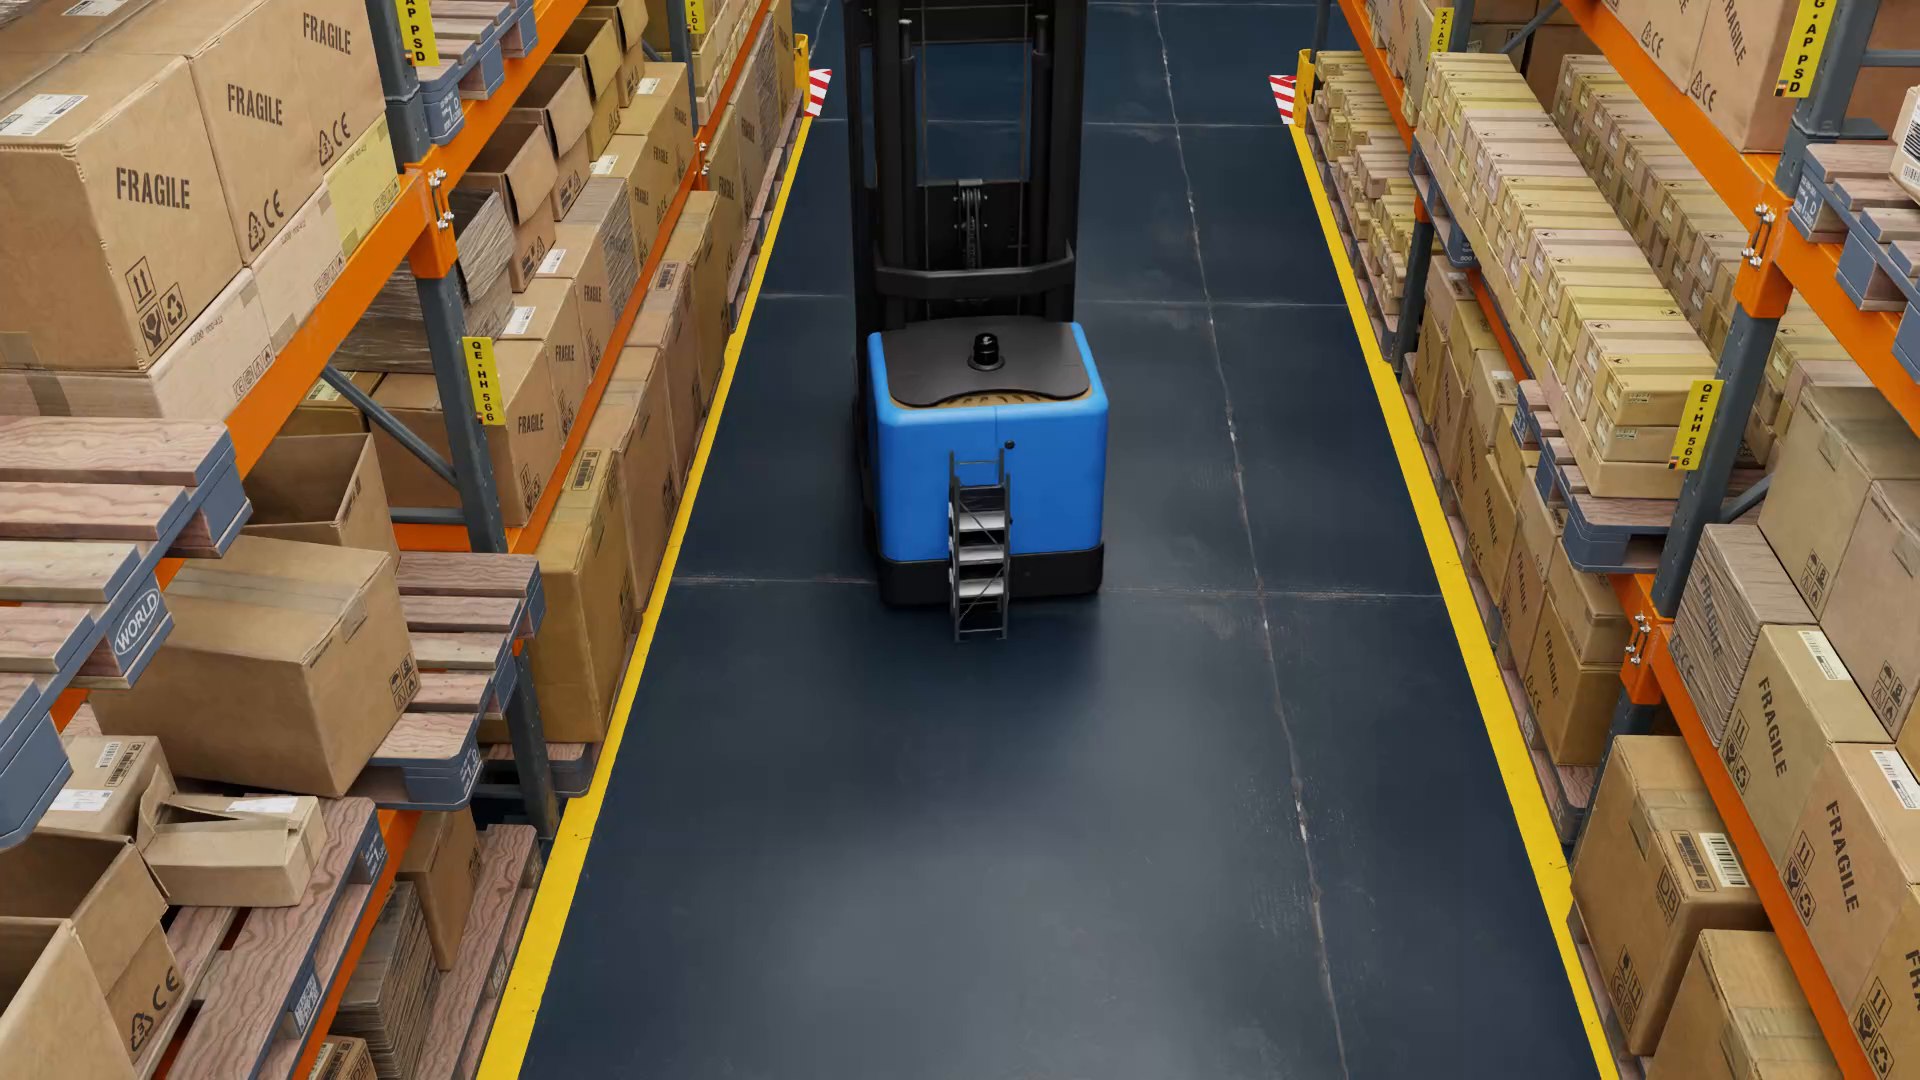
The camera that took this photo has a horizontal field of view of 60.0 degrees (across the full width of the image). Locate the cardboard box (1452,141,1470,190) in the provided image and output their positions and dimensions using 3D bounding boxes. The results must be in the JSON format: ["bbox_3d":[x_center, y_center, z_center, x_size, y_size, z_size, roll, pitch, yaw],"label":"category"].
[{"bbox_3d":[2.509,-1.737,7.708,0.380,0.149,0.250,0,35,0],"label":"cardboard box"}]

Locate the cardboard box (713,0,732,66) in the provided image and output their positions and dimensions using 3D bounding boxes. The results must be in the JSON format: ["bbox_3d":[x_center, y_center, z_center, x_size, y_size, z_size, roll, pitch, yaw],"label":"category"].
[{"bbox_3d":[-1.634,-2.991,9.769,0.500,0.250,0.500,1,35,2],"label":"cardboard box"}]

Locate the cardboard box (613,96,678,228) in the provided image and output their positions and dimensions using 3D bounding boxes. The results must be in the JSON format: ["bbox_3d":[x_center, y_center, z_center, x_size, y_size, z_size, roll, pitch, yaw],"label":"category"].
[{"bbox_3d":[-1.712,-1.863,8.206,0.500,0.500,0.500,2,35,3],"label":"cardboard box"}]

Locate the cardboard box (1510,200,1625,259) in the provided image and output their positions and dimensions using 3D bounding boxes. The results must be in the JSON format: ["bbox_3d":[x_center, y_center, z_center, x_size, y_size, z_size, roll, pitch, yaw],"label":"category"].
[{"bbox_3d":[2.467,-1.258,6.767,0.380,0.149,0.250,3,35,4],"label":"cardboard box"}]

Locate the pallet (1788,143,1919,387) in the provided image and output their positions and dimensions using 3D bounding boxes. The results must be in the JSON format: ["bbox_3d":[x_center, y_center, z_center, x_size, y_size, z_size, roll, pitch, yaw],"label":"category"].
[{"bbox_3d":[2.879,-0.690,4.178,1.213,0.211,1.003,3,35,4],"label":"pallet"}]

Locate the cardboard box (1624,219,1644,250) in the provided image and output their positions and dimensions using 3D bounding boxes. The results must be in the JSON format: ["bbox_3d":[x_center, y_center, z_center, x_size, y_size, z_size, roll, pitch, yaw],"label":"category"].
[{"bbox_3d":[3.145,-1.297,7.340,0.380,0.149,0.250,3,35,4],"label":"cardboard box"}]

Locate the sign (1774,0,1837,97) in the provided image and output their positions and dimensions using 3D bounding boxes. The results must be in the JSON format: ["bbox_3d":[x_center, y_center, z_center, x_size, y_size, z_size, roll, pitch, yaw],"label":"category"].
[{"bbox_3d":[2.309,-1.363,4.523,0.100,0.325,0.005,1,35,2],"label":"sign"}]

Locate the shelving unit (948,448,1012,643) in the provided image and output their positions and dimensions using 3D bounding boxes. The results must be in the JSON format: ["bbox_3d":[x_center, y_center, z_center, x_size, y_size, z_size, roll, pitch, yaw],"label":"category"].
[{"bbox_3d":[0.085,0.034,7.419,0.258,0.900,0.210,-4,35,-5],"label":"shelving unit"}]

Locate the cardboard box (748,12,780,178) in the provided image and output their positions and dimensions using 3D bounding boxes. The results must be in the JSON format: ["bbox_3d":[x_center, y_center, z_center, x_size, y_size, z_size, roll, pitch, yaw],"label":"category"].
[{"bbox_3d":[-1.761,-3.090,11.520,0.875,0.875,0.875,1,35,2],"label":"cardboard box"}]

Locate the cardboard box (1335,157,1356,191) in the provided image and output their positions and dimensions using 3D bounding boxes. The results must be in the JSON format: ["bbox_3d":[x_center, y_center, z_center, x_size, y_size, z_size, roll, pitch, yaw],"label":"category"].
[{"bbox_3d":[2.768,-2.489,11.298,0.380,0.149,0.250,0,35,0],"label":"cardboard box"}]

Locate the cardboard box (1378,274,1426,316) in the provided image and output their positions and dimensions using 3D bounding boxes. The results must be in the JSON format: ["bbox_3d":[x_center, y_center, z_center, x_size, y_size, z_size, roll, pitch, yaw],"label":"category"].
[{"bbox_3d":[2.687,-1.447,9.815,0.380,0.149,0.250,2,35,2],"label":"cardboard box"}]

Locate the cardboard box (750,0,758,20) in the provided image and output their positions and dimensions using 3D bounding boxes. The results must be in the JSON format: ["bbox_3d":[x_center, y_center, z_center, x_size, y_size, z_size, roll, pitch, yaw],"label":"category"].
[{"bbox_3d":[-1.526,-3.486,10.821,0.380,0.149,0.250,2,35,3],"label":"cardboard box"}]

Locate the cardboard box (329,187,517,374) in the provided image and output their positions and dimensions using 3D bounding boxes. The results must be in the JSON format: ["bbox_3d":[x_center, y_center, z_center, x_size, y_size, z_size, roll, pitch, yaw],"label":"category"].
[{"bbox_3d":[-2.055,-0.954,6.040,0.797,0.503,0.637,2,35,3],"label":"cardboard box"}]

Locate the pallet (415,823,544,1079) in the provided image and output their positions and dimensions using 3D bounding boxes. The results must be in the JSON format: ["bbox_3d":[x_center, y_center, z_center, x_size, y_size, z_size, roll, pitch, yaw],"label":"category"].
[{"bbox_3d":[-2.133,1.506,5.923,1.003,0.211,1.213,1,35,2],"label":"pallet"}]

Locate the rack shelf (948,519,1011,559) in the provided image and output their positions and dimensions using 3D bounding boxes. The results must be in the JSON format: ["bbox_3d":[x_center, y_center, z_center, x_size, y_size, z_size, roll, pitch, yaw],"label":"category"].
[{"bbox_3d":[0.085,-0.012,7.386,0.258,0.077,0.200,-4,35,-5],"label":"rack shelf"}]

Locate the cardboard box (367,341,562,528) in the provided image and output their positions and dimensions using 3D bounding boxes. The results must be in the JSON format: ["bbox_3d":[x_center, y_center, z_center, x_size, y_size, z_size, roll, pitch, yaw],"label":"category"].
[{"bbox_3d":[-1.809,-0.397,6.120,0.500,0.500,0.500,2,35,3],"label":"cardboard box"}]

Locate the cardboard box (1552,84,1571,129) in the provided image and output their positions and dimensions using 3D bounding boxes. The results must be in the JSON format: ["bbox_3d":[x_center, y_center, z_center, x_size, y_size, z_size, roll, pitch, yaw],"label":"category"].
[{"bbox_3d":[3.193,-2.166,8.318,0.380,0.149,0.250,2,35,3],"label":"cardboard box"}]

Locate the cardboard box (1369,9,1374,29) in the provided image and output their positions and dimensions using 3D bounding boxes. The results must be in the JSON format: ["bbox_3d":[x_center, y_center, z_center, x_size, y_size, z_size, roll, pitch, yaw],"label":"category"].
[{"bbox_3d":[2.821,-3.328,10.596,0.380,0.149,0.250,3,35,4],"label":"cardboard box"}]

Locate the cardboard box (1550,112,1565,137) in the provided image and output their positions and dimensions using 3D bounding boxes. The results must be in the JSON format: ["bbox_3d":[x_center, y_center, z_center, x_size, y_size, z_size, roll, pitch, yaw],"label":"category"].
[{"bbox_3d":[3.194,-2.045,8.405,0.380,0.149,0.250,1,35,1],"label":"cardboard box"}]

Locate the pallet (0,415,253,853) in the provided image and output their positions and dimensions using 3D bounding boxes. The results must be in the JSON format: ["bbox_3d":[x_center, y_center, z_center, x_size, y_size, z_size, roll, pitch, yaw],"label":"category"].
[{"bbox_3d":[-2.091,0.116,3.031,1.213,0.211,1.003,1,35,2],"label":"pallet"}]

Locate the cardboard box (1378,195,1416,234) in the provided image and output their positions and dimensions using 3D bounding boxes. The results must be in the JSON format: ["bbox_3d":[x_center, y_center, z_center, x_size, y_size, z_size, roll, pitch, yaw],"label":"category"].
[{"bbox_3d":[2.740,-1.959,10.026,0.380,0.149,0.250,1,35,1],"label":"cardboard box"}]

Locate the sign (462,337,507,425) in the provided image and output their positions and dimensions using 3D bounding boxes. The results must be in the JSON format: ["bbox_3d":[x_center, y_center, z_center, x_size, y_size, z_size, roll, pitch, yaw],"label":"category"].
[{"bbox_3d":[-1.558,-0.518,5.440,0.100,0.325,0.005,1,35,2],"label":"sign"}]

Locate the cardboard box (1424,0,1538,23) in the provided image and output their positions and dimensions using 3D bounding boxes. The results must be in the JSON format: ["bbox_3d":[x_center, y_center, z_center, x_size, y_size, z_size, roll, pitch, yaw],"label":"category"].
[{"bbox_3d":[2.761,-3.057,8.776,0.500,0.500,0.500,0,35,0],"label":"cardboard box"}]

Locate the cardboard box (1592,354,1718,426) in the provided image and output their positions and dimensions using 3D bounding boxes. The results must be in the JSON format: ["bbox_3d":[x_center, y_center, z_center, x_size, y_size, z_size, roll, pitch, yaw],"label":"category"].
[{"bbox_3d":[2.413,-0.515,5.711,0.380,0.149,0.250,0,35,0],"label":"cardboard box"}]

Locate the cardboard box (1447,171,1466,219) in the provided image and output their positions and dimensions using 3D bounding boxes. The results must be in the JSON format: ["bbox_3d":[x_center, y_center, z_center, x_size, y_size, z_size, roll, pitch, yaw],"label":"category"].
[{"bbox_3d":[2.506,-1.615,7.793,0.380,0.149,0.250,2,35,2],"label":"cardboard box"}]

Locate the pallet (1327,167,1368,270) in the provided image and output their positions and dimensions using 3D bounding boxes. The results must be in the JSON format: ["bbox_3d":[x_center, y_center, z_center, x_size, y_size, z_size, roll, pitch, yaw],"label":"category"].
[{"bbox_3d":[3.050,-2.157,11.136,1.003,0.211,1.213,1,35,2],"label":"pallet"}]

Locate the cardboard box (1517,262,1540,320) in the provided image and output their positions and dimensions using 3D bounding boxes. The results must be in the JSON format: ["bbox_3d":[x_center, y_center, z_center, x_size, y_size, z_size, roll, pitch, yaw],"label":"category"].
[{"bbox_3d":[2.456,-0.987,6.640,0.380,0.149,0.250,1,35,2],"label":"cardboard box"}]

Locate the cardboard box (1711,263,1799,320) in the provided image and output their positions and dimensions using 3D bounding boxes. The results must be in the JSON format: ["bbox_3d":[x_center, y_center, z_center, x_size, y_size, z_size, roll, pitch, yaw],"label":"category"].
[{"bbox_3d":[3.097,-0.932,6.303,0.380,0.149,0.250,0,35,0],"label":"cardboard box"}]

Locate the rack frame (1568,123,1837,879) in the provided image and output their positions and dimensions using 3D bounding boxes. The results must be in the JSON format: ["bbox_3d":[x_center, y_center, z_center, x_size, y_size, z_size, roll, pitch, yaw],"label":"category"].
[{"bbox_3d":[2.851,0.089,5.514,1.000,3.000,0.127,1,35,2],"label":"rack frame"}]

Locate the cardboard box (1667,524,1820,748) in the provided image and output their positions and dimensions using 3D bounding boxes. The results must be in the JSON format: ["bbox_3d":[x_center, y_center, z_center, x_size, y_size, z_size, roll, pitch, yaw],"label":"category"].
[{"bbox_3d":[2.564,0.300,5.127,0.500,0.500,0.500,2,35,2],"label":"cardboard box"}]

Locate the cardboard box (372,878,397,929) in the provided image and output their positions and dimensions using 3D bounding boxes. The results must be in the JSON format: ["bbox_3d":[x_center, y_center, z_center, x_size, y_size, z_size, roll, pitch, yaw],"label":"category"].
[{"bbox_3d":[-2.109,1.143,5.154,0.500,0.250,0.500,5,35,7],"label":"cardboard box"}]

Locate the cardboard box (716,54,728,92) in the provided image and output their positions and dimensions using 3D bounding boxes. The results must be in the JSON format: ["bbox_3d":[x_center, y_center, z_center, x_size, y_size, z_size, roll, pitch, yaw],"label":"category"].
[{"bbox_3d":[-1.575,-2.743,9.763,0.380,0.149,0.250,2,35,3],"label":"cardboard box"}]

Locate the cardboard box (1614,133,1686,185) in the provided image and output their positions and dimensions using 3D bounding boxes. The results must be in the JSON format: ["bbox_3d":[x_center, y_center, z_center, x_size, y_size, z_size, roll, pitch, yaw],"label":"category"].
[{"bbox_3d":[3.145,-1.691,7.384,0.380,0.149,0.250,0,35,0],"label":"cardboard box"}]

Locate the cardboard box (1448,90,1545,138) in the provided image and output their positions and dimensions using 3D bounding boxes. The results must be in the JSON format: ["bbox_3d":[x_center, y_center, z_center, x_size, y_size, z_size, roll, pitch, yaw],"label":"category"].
[{"bbox_3d":[2.519,-1.998,7.820,0.380,0.149,0.250,2,35,2],"label":"cardboard box"}]

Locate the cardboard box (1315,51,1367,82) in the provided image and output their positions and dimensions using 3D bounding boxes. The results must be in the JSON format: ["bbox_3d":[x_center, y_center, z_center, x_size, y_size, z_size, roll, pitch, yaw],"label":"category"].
[{"bbox_3d":[2.812,-3.463,12.165,0.380,0.149,0.250,0,35,0],"label":"cardboard box"}]

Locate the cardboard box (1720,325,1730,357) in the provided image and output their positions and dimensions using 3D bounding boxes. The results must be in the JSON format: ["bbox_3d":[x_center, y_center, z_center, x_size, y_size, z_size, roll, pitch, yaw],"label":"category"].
[{"bbox_3d":[3.088,-0.684,6.209,0.380,0.149,0.250,0,35,0],"label":"cardboard box"}]

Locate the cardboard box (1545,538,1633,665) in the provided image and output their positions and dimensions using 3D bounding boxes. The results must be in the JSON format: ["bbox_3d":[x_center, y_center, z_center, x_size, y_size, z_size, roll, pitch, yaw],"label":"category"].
[{"bbox_3d":[2.617,0.234,6.464,0.500,0.250,0.500,1,35,1],"label":"cardboard box"}]

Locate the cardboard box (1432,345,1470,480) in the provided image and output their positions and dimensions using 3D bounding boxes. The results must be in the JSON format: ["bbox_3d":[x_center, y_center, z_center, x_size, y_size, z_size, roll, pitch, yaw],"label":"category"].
[{"bbox_3d":[2.698,-0.636,8.354,0.500,0.500,0.500,3,35,4],"label":"cardboard box"}]

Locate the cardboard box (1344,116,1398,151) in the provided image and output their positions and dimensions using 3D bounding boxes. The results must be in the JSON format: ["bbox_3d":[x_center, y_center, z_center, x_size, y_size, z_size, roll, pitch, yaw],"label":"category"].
[{"bbox_3d":[2.779,-2.706,11.088,0.380,0.149,0.250,2,35,3],"label":"cardboard box"}]

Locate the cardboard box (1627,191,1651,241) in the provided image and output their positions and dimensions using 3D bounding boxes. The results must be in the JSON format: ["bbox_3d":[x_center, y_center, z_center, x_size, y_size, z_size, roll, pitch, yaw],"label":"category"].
[{"bbox_3d":[3.144,-1.409,7.241,0.380,0.149,0.250,1,35,2],"label":"cardboard box"}]

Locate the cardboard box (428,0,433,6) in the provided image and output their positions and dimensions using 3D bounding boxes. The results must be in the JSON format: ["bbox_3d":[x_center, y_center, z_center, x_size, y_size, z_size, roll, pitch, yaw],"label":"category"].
[{"bbox_3d":[-2.148,-1.877,5.248,0.797,0.503,0.637,3,35,5],"label":"cardboard box"}]

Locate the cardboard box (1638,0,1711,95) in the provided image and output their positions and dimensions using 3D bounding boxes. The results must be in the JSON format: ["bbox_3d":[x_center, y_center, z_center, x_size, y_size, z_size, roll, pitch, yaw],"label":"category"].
[{"bbox_3d":[2.628,-1.800,5.507,0.500,0.500,0.500,1,35,2],"label":"cardboard box"}]

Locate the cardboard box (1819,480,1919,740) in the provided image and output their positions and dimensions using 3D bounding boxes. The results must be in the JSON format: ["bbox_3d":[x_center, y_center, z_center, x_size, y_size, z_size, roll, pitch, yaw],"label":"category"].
[{"bbox_3d":[2.805,0.188,4.418,0.700,0.500,0.500,1,35,1],"label":"cardboard box"}]

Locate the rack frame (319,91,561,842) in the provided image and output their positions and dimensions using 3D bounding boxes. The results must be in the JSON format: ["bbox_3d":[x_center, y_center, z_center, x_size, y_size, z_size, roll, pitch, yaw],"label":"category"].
[{"bbox_3d":[-2.100,-0.083,5.760,1.000,3.000,0.127,1,35,2],"label":"rack frame"}]

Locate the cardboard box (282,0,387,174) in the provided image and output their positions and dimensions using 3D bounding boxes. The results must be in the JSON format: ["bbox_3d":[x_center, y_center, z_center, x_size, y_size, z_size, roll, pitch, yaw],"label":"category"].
[{"bbox_3d":[-1.870,-1.276,4.327,0.500,0.500,0.500,2,35,3],"label":"cardboard box"}]

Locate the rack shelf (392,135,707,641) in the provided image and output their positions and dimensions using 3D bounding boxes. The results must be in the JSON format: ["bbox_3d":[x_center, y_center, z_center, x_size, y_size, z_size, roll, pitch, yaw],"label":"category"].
[{"bbox_3d":[-2.020,-0.938,7.602,1.077,0.370,4.000,1,35,2],"label":"rack shelf"}]

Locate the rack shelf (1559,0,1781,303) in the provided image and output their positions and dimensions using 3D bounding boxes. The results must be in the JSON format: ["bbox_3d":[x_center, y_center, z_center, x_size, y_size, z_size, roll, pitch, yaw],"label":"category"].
[{"bbox_3d":[2.932,-1.993,6.494,1.077,0.370,4.000,1,35,2],"label":"rack shelf"}]

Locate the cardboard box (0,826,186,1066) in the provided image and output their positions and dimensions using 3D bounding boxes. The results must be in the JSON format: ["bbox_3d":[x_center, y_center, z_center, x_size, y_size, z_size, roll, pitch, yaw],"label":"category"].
[{"bbox_3d":[-2.284,1.003,3.760,0.797,0.503,0.637,5,35,7],"label":"cardboard box"}]

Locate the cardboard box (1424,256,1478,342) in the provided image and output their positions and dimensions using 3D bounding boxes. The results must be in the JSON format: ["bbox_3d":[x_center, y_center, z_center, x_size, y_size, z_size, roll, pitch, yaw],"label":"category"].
[{"bbox_3d":[2.718,-1.246,8.571,0.500,0.250,0.500,0,35,0],"label":"cardboard box"}]

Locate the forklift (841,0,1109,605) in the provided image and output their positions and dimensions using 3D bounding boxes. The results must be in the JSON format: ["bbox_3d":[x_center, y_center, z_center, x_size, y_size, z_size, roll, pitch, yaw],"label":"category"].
[{"bbox_3d":[-0.004,-1.731,8.165,1.130,2.935,3.031,-4,35,-5],"label":"forklift"}]

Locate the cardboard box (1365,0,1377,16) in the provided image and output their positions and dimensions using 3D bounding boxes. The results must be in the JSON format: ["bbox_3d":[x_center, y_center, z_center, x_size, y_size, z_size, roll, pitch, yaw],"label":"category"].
[{"bbox_3d":[2.836,-3.536,10.327,0.500,0.500,0.500,0,35,1],"label":"cardboard box"}]

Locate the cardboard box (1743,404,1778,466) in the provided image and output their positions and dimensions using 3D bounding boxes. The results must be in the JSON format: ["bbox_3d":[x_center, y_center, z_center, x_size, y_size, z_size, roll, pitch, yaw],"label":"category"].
[{"bbox_3d":[3.082,-0.386,6.044,0.380,0.149,0.250,3,35,4],"label":"cardboard box"}]

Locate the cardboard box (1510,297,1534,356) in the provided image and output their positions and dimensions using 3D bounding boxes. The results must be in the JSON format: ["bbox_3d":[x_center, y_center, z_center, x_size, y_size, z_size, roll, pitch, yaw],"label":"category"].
[{"bbox_3d":[2.457,-0.862,6.721,0.380,0.149,0.250,0,35,0],"label":"cardboard box"}]

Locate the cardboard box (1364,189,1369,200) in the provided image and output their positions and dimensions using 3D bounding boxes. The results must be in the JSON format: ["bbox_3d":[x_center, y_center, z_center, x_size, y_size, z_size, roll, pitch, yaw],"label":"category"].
[{"bbox_3d":[2.828,-2.277,10.736,0.380,0.149,0.250,0,35,0],"label":"cardboard box"}]
